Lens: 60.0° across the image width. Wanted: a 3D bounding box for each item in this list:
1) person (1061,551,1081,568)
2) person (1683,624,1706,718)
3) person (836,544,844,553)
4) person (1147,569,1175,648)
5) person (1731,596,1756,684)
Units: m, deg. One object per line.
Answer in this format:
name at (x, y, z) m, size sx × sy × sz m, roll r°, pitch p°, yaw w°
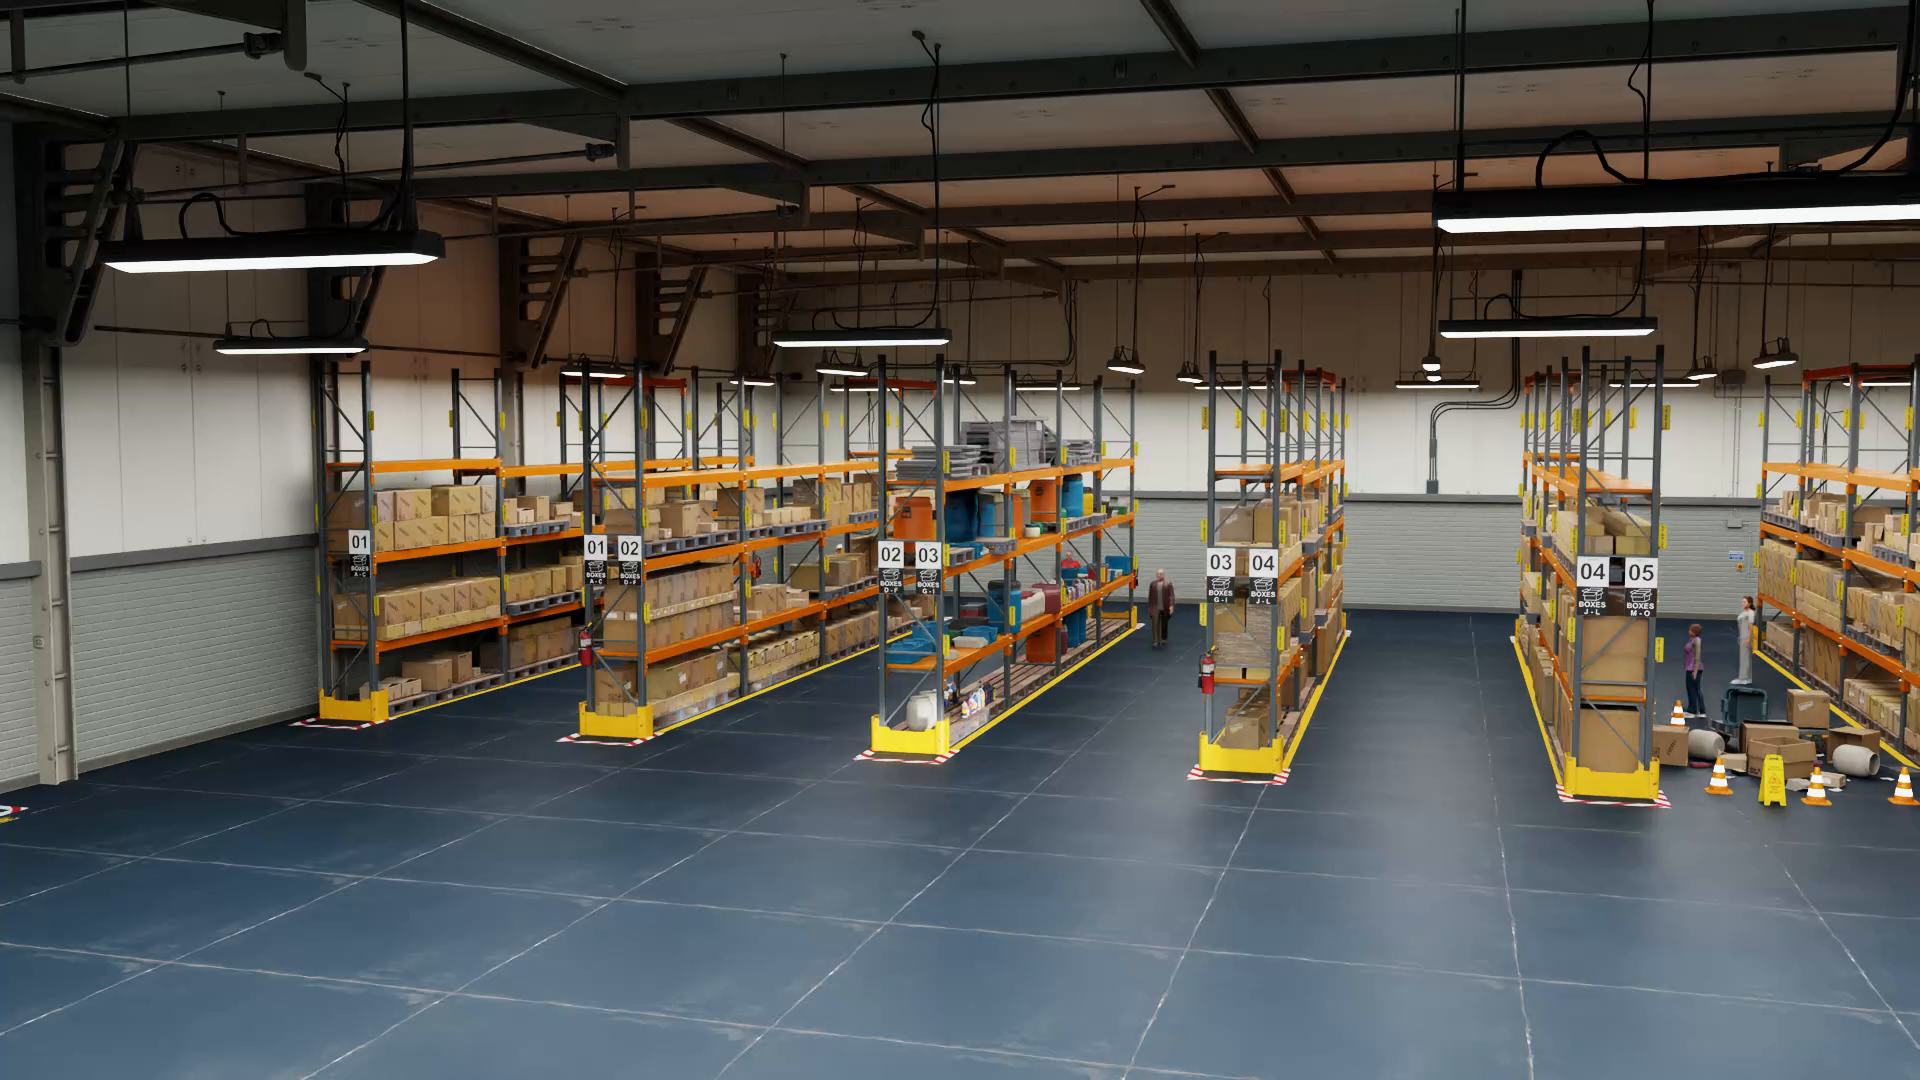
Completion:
person at (2.764, 1.157, 42.019) m, size 0.669 × 1.787 × 0.825 m, roll 1°, pitch 4°, yaw 14°
person at (12.395, 2.209, 28.080) m, size 0.402 × 1.588 × 0.448 m, roll 3°, pitch 5°, yaw 39°
person at (-3.239, 0.980, 43.852) m, size 0.726 × 1.754 × 0.604 m, roll 1°, pitch 4°, yaw 19°
person at (4.428, 1.504, 36.699) m, size 0.611 × 1.726 × 1.127 m, roll 1°, pitch 4°, yaw 8°
person at (14.985, 1.906, 31.779) m, size 0.392 × 1.673 × 0.504 m, roll 2°, pitch 5°, yaw 26°
